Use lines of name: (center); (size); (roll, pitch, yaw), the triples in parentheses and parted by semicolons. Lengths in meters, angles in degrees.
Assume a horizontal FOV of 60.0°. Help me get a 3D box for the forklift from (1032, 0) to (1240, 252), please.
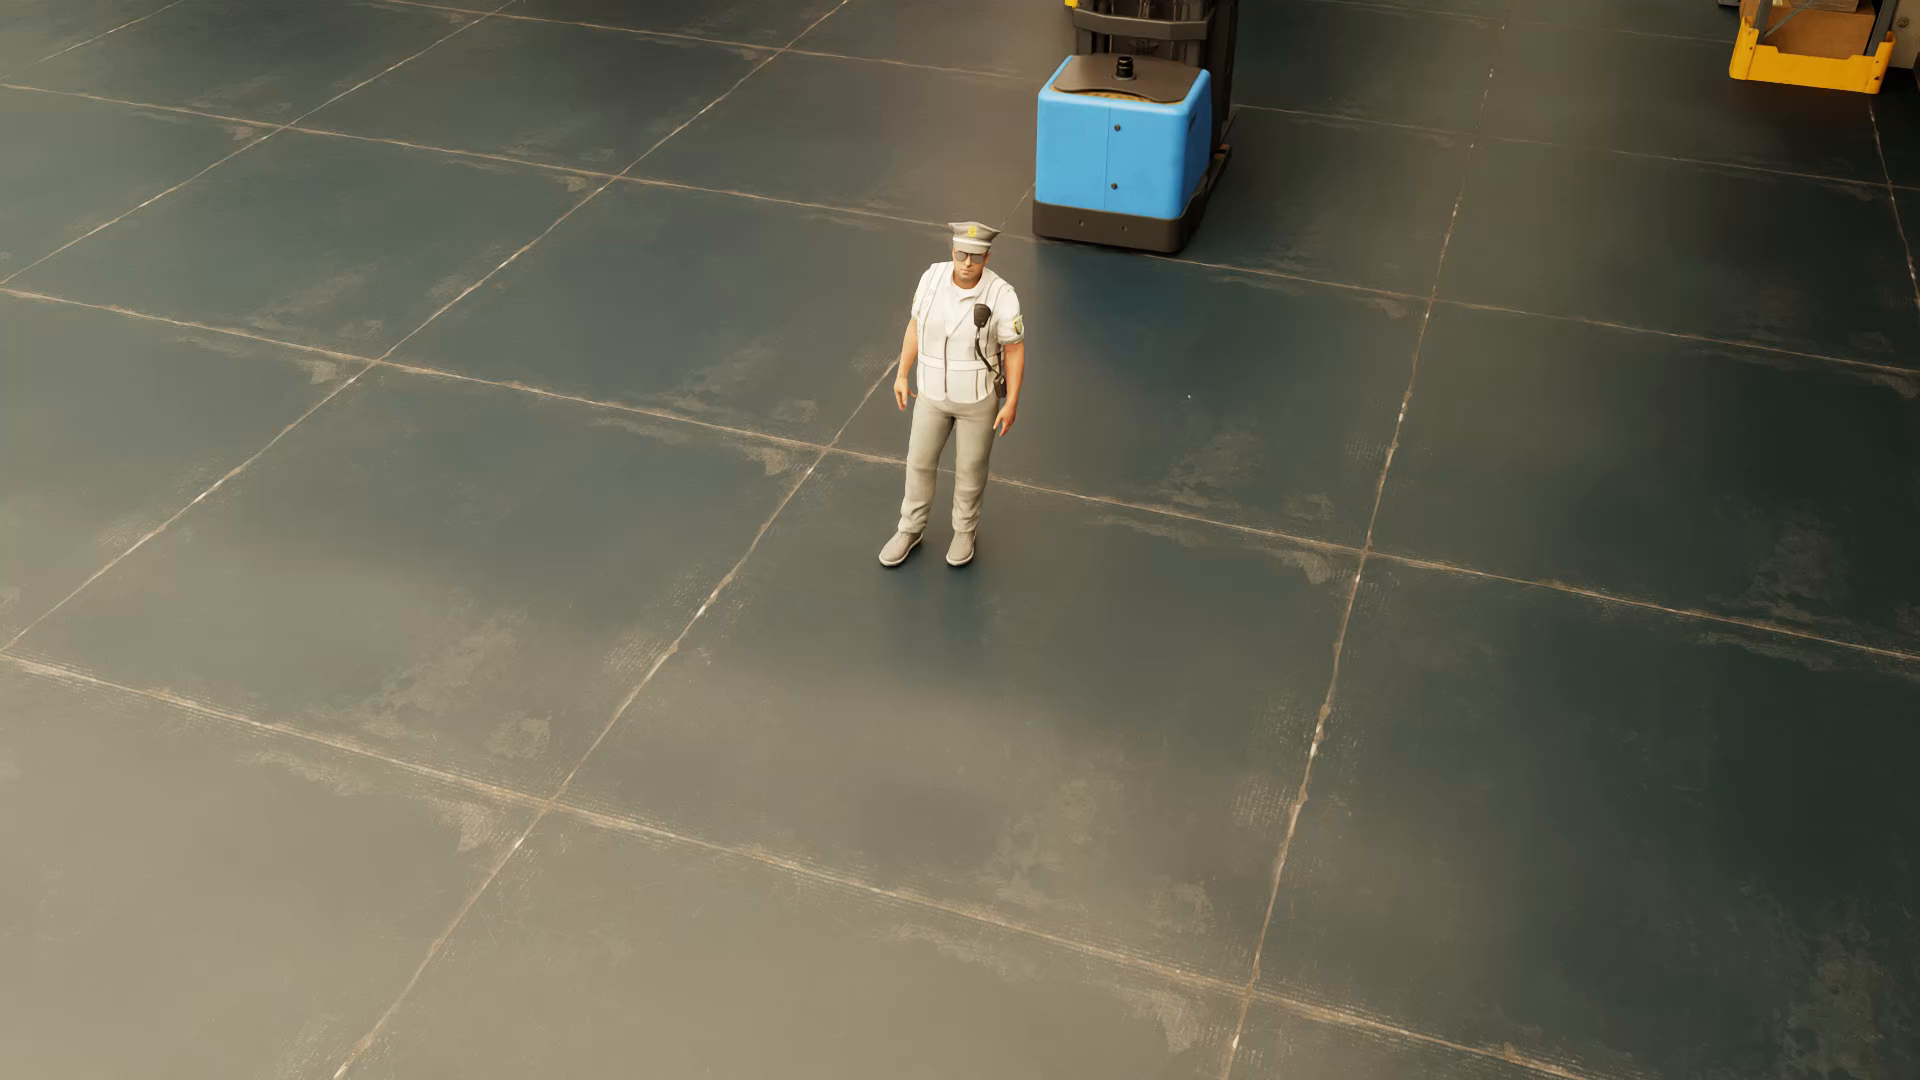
forklift: (1.439, -3.995, 11.746); (1.130, 2.935, 3.031); (11, 37, 15)

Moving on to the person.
person: (-0.037, -0.693, 8.069); (0.640, 1.781, 0.575); (12, 37, 16)
